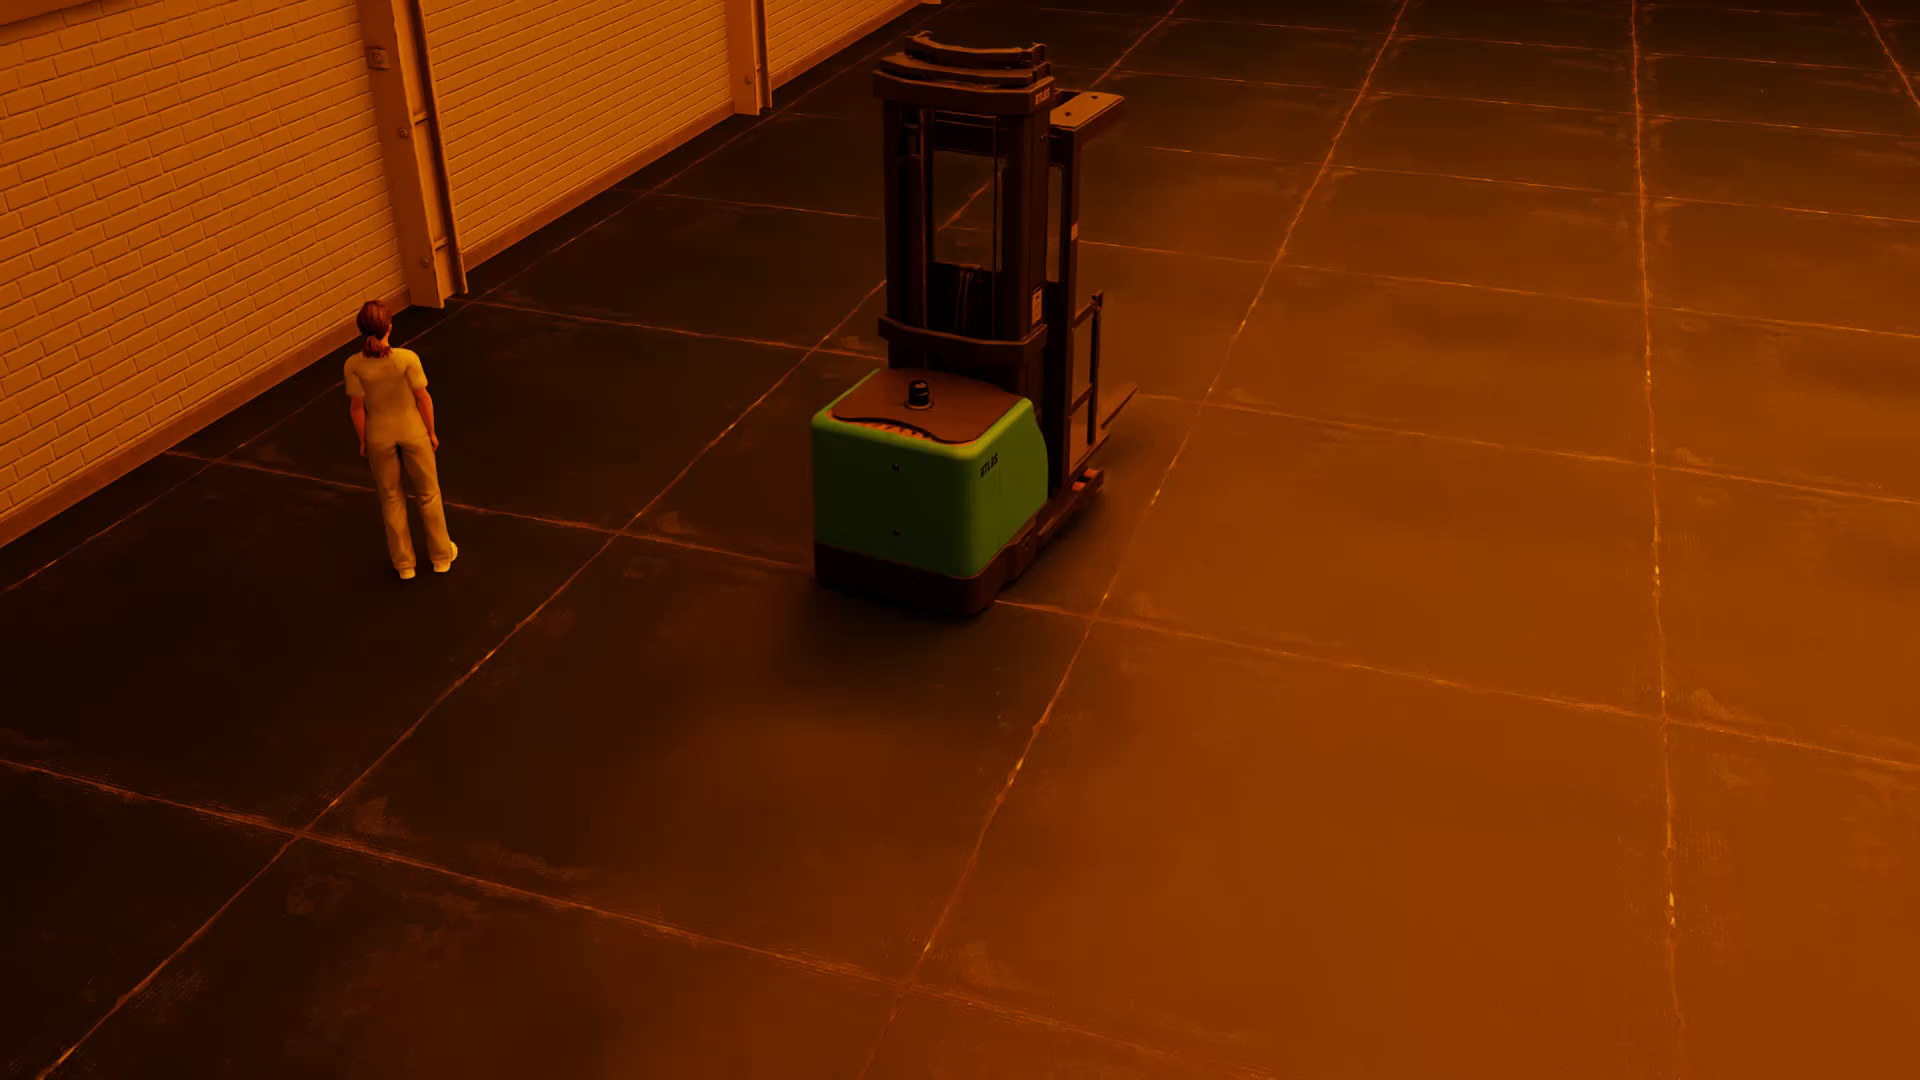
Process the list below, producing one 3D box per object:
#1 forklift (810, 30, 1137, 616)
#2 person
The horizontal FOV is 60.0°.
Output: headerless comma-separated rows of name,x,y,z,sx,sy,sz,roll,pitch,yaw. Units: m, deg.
forklift,0.263,-1.560,9.873,1.130,2.935,3.031,14,32,23
person,-3.179,-0.568,9.405,0.437,1.673,0.355,-8,31,-14
